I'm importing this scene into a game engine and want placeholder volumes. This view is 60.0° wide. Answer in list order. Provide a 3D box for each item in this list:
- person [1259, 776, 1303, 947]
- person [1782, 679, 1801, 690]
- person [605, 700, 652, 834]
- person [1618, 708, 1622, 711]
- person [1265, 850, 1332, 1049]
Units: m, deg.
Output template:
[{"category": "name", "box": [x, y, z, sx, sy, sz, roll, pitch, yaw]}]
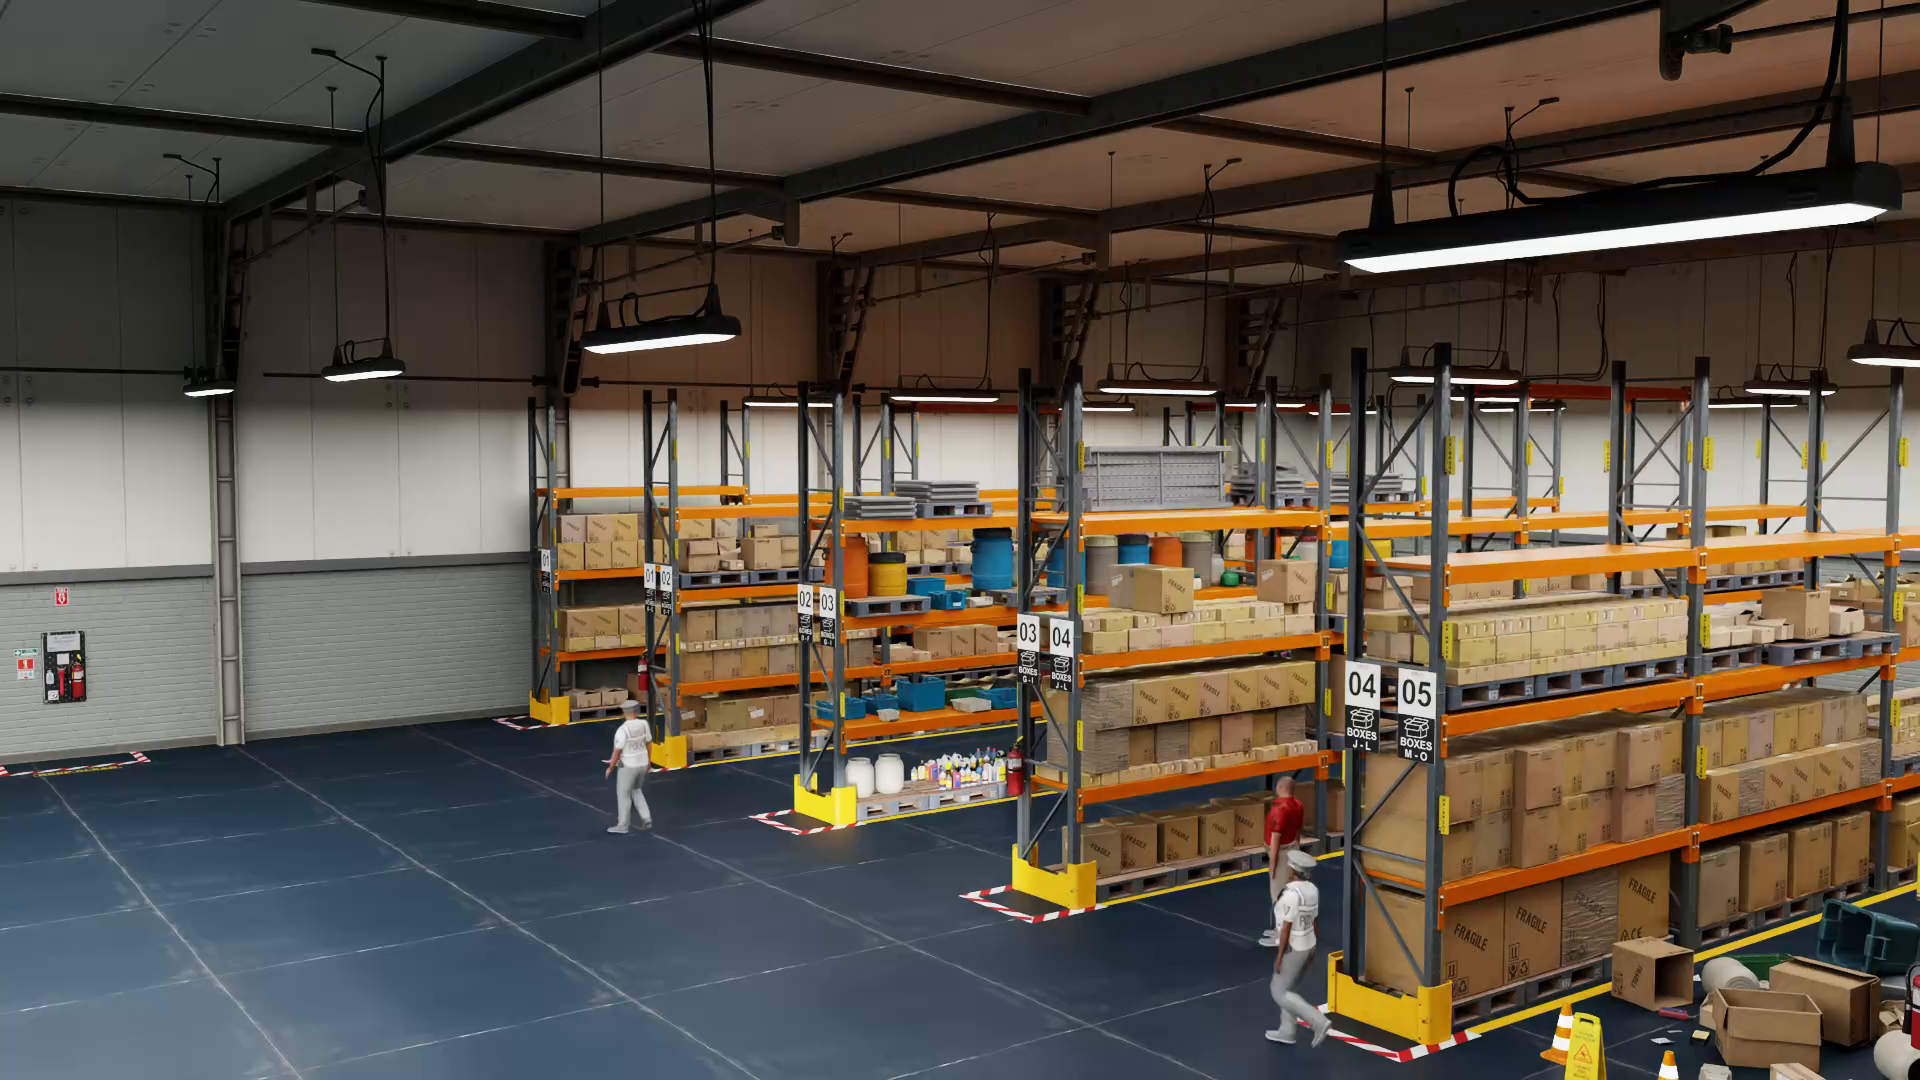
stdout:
[{"category": "person", "box": [3.302, 3.281, 17.100, 0.397, 1.734, 0.569, 1, 4, 23]}, {"category": "person", "box": [12.469, 2.807, 24.940, 0.672, 1.777, 0.622, -3, 4, -40]}, {"category": "person", "box": [-4.364, 3.008, 21.947, 0.455, 1.784, 0.616, 2, 4, 28]}, {"category": "person", "box": [8.571, 2.970, 22.141, 0.589, 1.784, 0.564, 1, 4, 21]}, {"category": "person", "box": [2.906, 3.484, 14.106, 0.523, 1.677, 0.455, 2, 4, 29]}]
